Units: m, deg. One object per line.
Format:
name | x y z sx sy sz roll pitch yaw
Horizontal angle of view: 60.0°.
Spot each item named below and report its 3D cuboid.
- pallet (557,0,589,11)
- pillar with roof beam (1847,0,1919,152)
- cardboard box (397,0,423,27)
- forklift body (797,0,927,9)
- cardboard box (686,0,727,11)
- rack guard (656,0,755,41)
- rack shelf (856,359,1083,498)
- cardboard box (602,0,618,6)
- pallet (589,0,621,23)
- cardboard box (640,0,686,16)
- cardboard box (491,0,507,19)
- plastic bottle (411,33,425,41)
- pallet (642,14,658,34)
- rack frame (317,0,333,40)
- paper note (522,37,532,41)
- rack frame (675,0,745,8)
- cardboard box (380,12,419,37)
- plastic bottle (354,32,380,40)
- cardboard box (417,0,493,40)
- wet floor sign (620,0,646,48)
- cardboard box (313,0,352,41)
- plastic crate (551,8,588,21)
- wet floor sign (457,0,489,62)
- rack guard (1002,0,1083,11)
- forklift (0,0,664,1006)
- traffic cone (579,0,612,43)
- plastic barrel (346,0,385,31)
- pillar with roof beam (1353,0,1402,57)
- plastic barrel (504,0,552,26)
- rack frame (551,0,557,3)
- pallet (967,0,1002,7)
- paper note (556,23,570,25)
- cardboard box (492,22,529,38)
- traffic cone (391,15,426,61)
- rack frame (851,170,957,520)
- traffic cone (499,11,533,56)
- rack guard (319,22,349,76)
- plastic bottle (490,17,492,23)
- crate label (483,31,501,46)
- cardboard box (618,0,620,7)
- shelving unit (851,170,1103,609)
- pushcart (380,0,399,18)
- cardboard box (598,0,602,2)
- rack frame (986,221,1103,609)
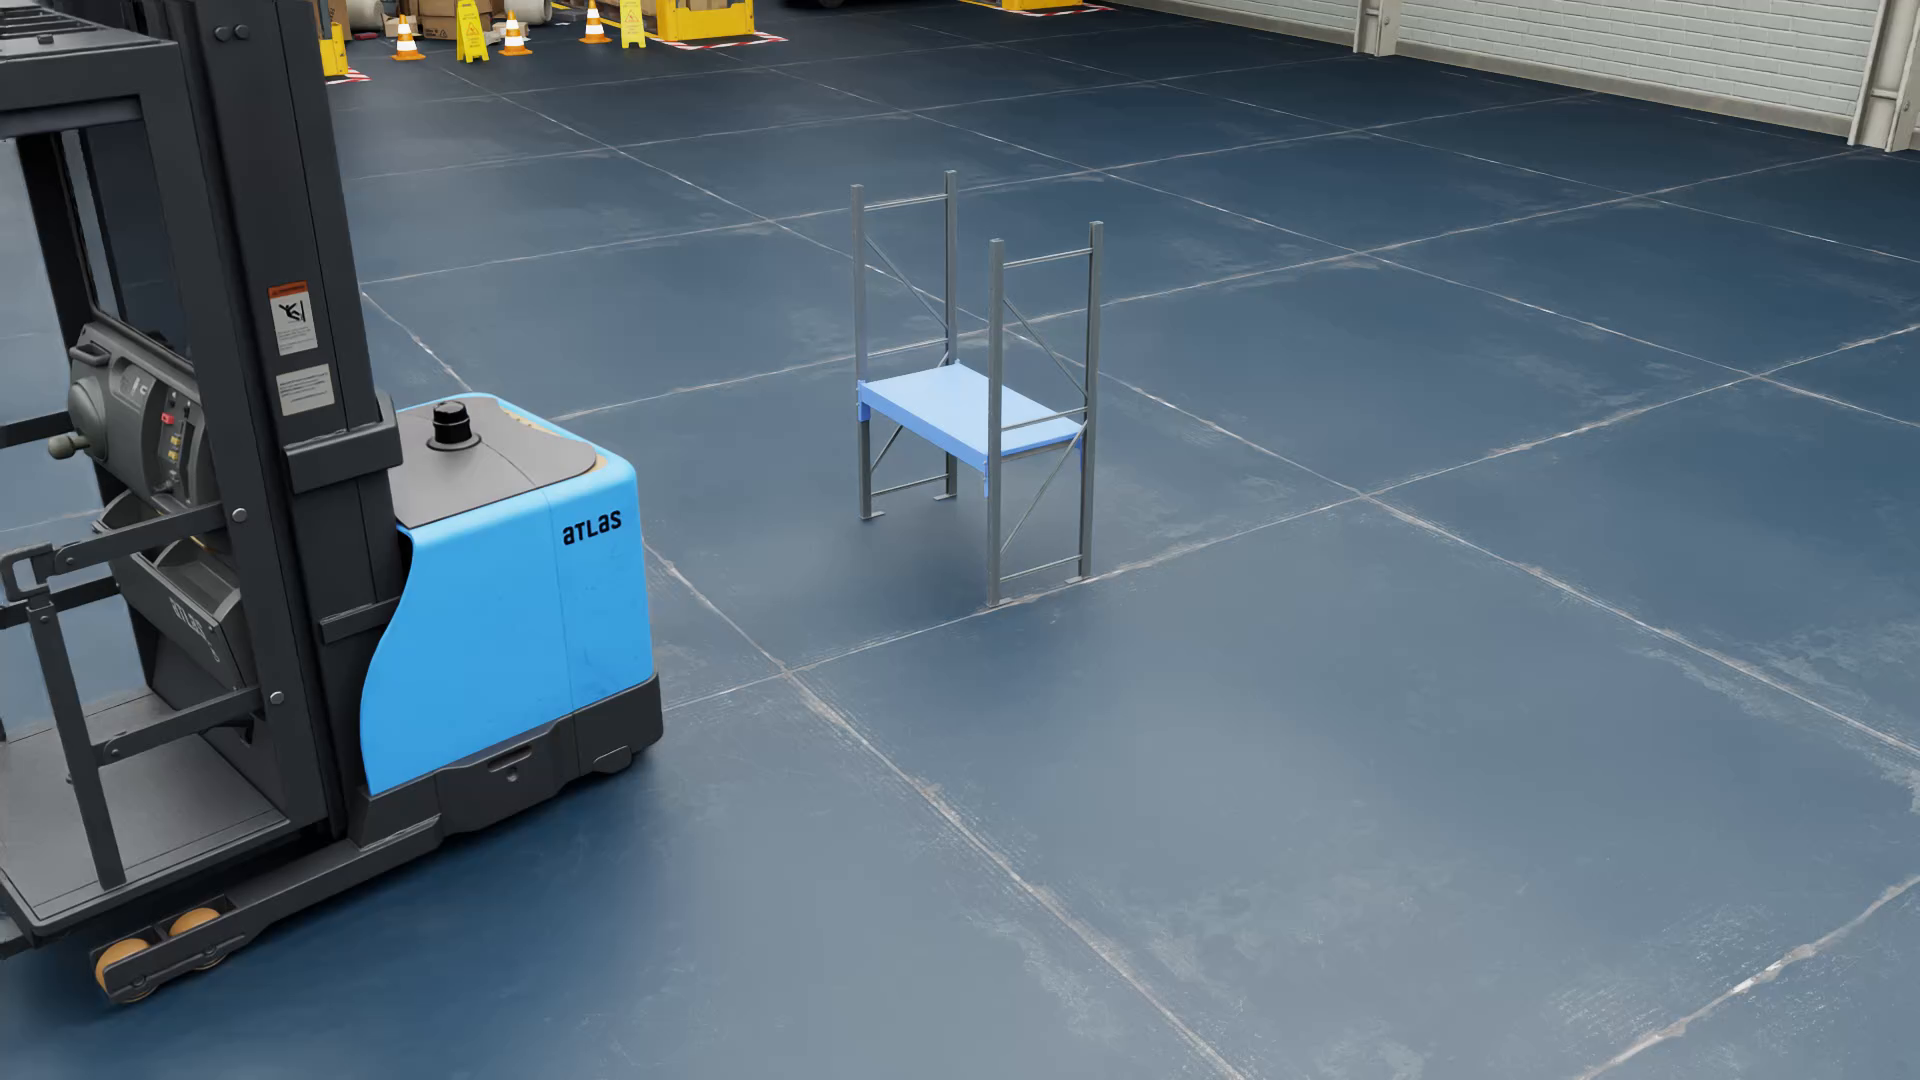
pallet | -4.832 -7.417 22.715 1.003 0.211 1.213 -16 29 -30
pillar with roof beam | 4.431 -6.514 10.508 9.100 9.000 0.400 -16 29 -30
cardboard box | -6.643 -6.783 20.870 0.797 0.637 0.503 -16 29 -30
forklift body | -1.452 -8.507 22.751 2.313 2.155 1.214 -16 29 -30
cardboard box | -3.254 -6.779 20.825 0.500 0.250 0.500 -16 30 -30
rack guard | -3.087 -6.376 20.172 1.175 0.500 0.348 -16 29 -30
rack shelf | 0.047 -0.485 6.942 0.538 0.185 1.000 -16 29 -30
cardboard box | -4.278 -7.026 21.348 0.500 0.250 0.500 -17 30 -31
pallet | -4.162 -6.981 21.790 1.003 0.211 1.213 -16 29 -30
cardboard box | -3.725 -6.661 20.576 0.500 0.250 0.500 -16 29 -30
cardboard box | -5.784 -7.081 21.661 0.500 0.500 0.500 3 25 6
plastic bottle | -6.579 -6.051 19.996 0.283 0.061 0.133 18 31 33
pallet | -3.500 -6.545 20.866 1.003 0.211 1.213 -16 29 -30
rack frame | -7.137 -6.290 17.060 1.000 3.000 0.127 -16 29 -30
paper note | -5.229 -6.011 19.948 0.142 0.019 0.148 18 31 33
rack frame | -3.045 -7.480 19.580 1.000 3.000 0.127 -16 29 -30
cardboard box | -6.839 -6.299 20.281 0.396 0.266 0.258 -10 27 -21
plastic bottle | -7.146 -6.079 20.057 0.133 0.061 0.283 18 31 33
cardboard box | -6.125 -6.389 20.194 0.637 0.503 0.797 7 26 15
wet floor sign | -3.838 -6.098 19.411 0.267 0.644 0.232 -6 26 -12
cardboard box | -7.614 -6.275 19.954 0.500 0.500 0.500 -10 27 -21
plastic crate | -5.059 -6.837 21.640 0.583 0.080 0.402 18 31 33
wet floor sign | -5.462 -5.676 18.518 0.267 0.644 0.232 -22 33 -38
rack guard | 1.125 -7.499 22.549 1.175 0.500 0.348 -16 29 -30
forklift | -2.421 -0.308 4.470 3.031 2.935 1.130 -23 33 -39
traffic cone | -4.361 -6.186 19.811 0.336 0.463 0.334 -16 29 -30
plastic barrel | -7.416 -6.507 20.539 0.512 0.421 0.421 3 25 6
pillar with roof beam | 1.155 -8.660 15.054 9.100 9.000 0.400 -16 29 -30
plastic barrel | -5.441 -6.701 20.948 0.512 0.421 0.421 3 25 6
rack frame | -5.229 -8.910 22.611 1.000 3.000 0.127 -16 29 -30
pallet | 0.659 -7.641 23.188 1.003 0.211 1.213 -16 29 -30
paper note | -5.039 -6.556 21.102 0.148 0.019 0.142 18 31 33
cardboard box | -5.453 -6.188 20.184 0.380 0.149 0.250 -1 25 -3
traffic cone | -6.237 -5.664 18.705 0.336 0.463 0.334 -16 29 -30
rack frame | -0.231 -0.830 7.250 0.500 1.500 0.032 -16 29 -30
traffic cone | -5.105 -5.805 19.005 0.336 0.463 0.334 -16 29 -30
rack guard | -7.124 -5.151 17.576 1.175 0.500 0.348 -16 29 -30
plastic bottle | -6.095 -6.683 21.335 0.133 0.061 0.283 -10 27 -21
crate label | -5.586 -5.925 19.640 0.298 0.136 0.250 12 28 24
cardboard box | -3.988 -6.840 20.954 0.500 0.250 0.500 -15 29 -29
shelving unit | 0.047 -0.648 6.865 0.538 1.500 1.048 -16 29 -30
pushcart | -7.112 -7.175 22.007 0.936 0.377 1.648 18 31 33
cardboard box | -4.540 -7.205 21.729 0.500 0.250 0.500 -16 30 -30
rack frame | 0.324 -0.466 6.480 0.500 1.500 0.032 -16 29 -30
